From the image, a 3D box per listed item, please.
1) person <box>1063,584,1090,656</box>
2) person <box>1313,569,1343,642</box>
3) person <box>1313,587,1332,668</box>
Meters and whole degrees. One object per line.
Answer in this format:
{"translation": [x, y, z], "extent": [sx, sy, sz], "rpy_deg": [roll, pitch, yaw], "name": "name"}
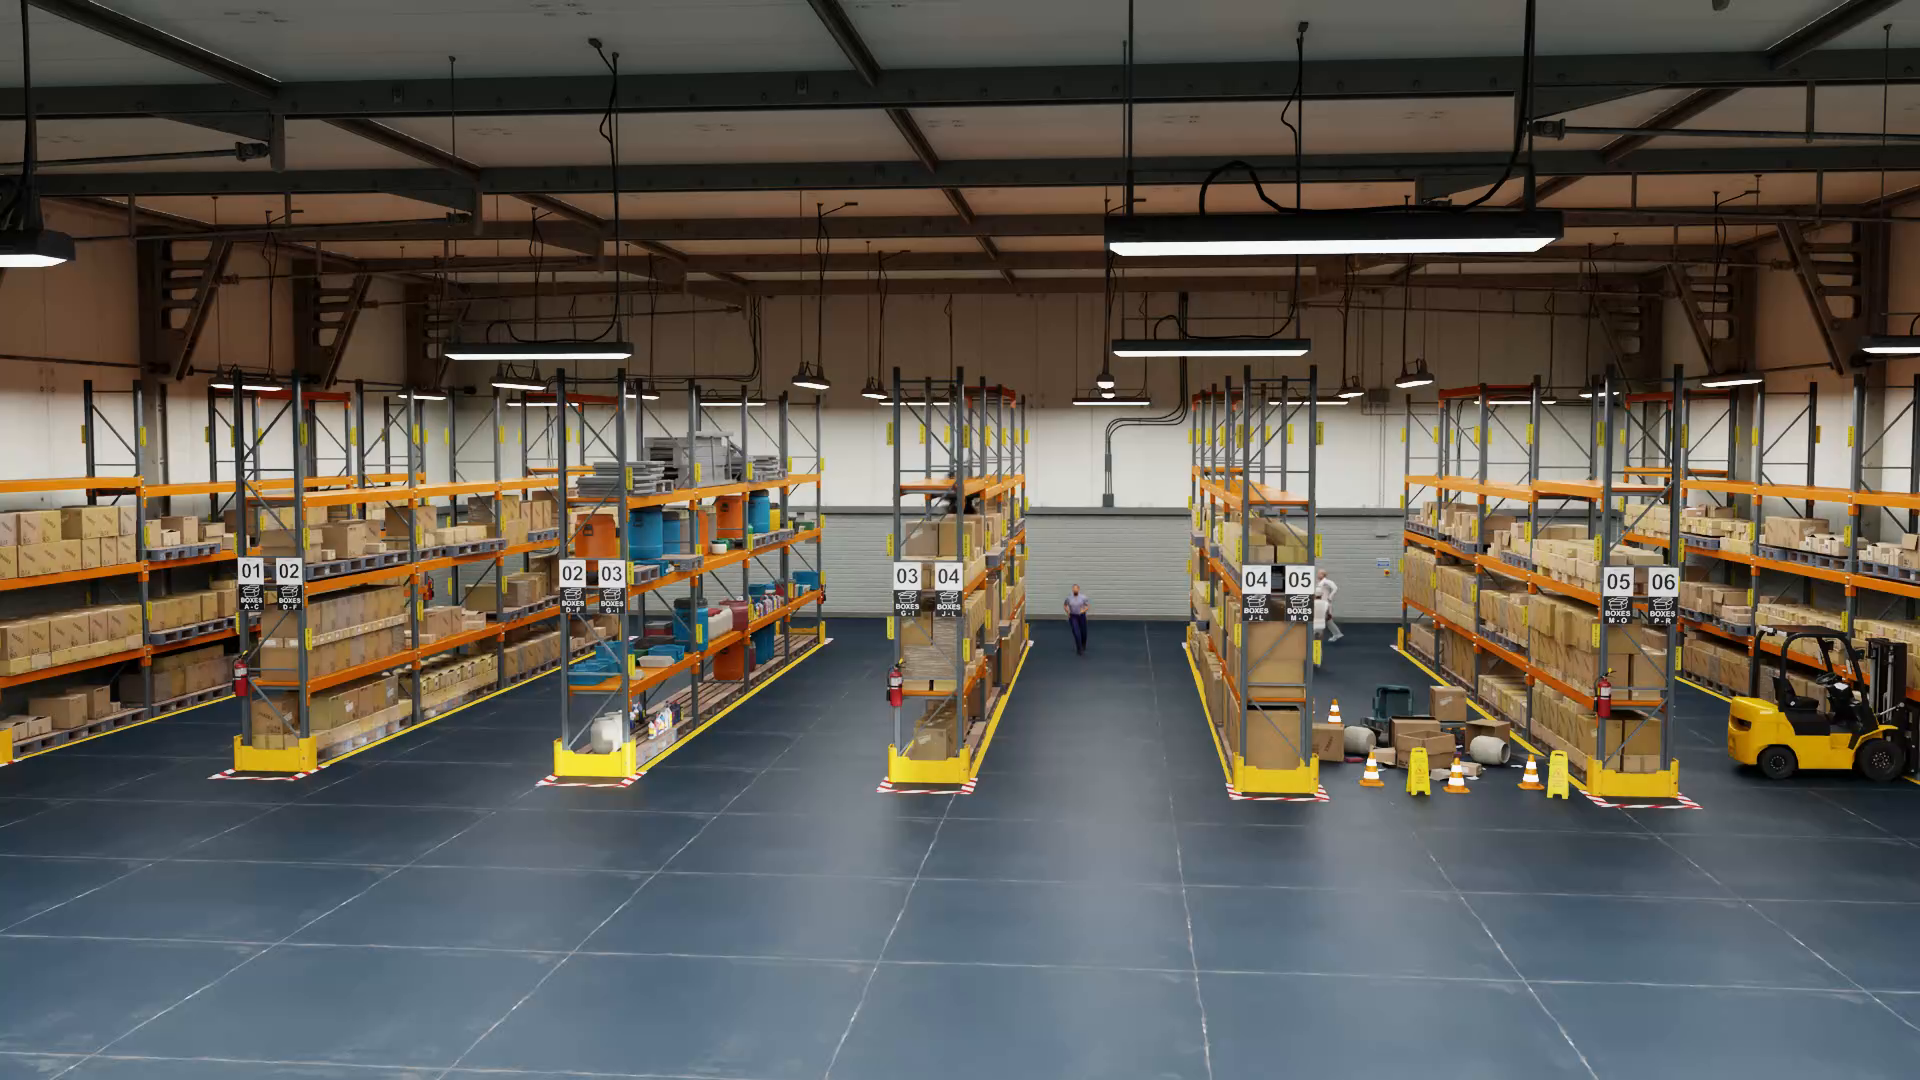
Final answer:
{"translation": [2.699, 1.829, 38.374], "extent": [0.620, 1.619, 0.745], "rpy_deg": [0, 4, 1], "name": "person"}
{"translation": [8.797, 1.613, 40.155], "extent": [0.953, 1.824, 0.654], "rpy_deg": [0, 4, 1], "name": "person"}
{"translation": [7.716, 1.885, 36.132], "extent": [0.687, 1.738, 0.551], "rpy_deg": [0, 4, -2], "name": "person"}
